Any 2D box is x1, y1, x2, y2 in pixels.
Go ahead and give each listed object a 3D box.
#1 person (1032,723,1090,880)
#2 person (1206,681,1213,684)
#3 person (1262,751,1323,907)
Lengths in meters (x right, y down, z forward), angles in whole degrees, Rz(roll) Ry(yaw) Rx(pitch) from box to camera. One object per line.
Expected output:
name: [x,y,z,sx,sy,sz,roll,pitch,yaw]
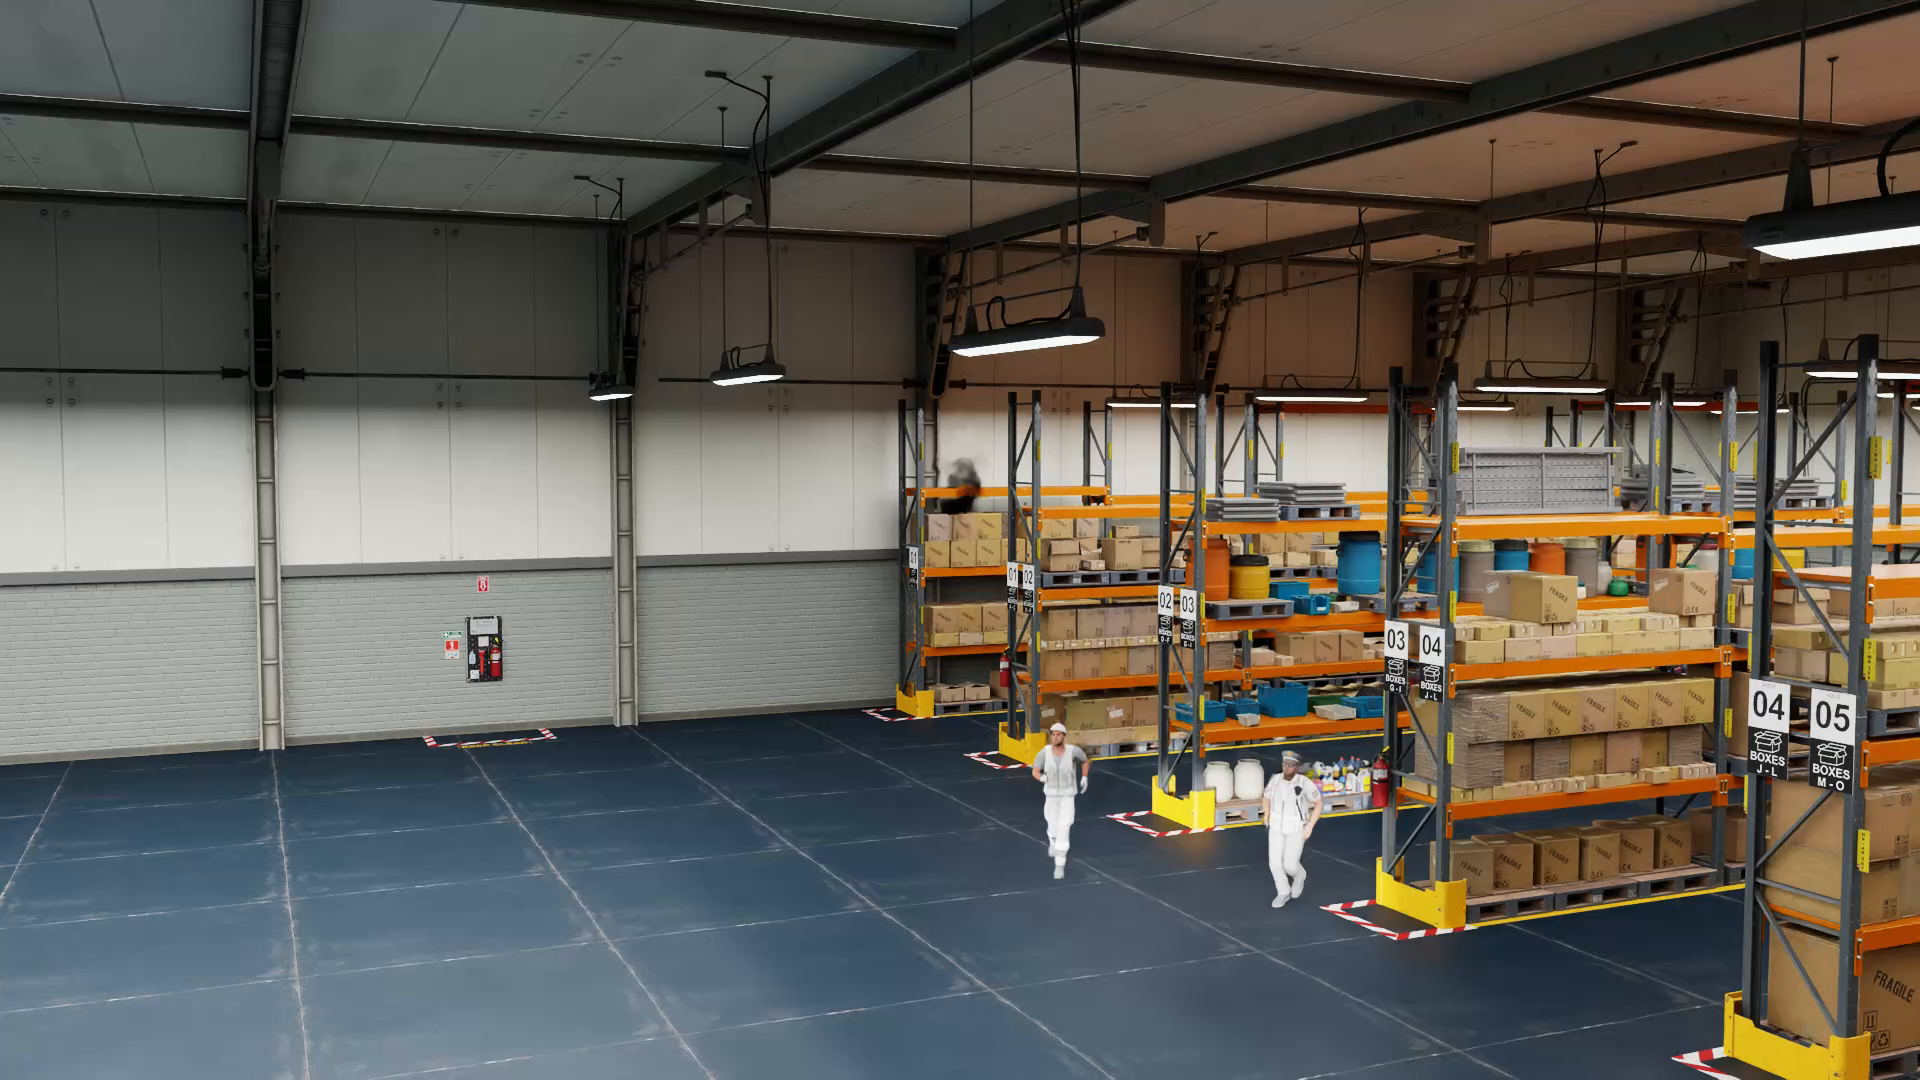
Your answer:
person: [1.214,3.088,20.052,0.671,1.800,1.002,1,3,13]
person: [4.741,2.516,31.195,0.569,1.637,0.591,-2,4,-31]
person: [3.665,3.212,18.549,0.675,1.750,0.592,2,4,33]
